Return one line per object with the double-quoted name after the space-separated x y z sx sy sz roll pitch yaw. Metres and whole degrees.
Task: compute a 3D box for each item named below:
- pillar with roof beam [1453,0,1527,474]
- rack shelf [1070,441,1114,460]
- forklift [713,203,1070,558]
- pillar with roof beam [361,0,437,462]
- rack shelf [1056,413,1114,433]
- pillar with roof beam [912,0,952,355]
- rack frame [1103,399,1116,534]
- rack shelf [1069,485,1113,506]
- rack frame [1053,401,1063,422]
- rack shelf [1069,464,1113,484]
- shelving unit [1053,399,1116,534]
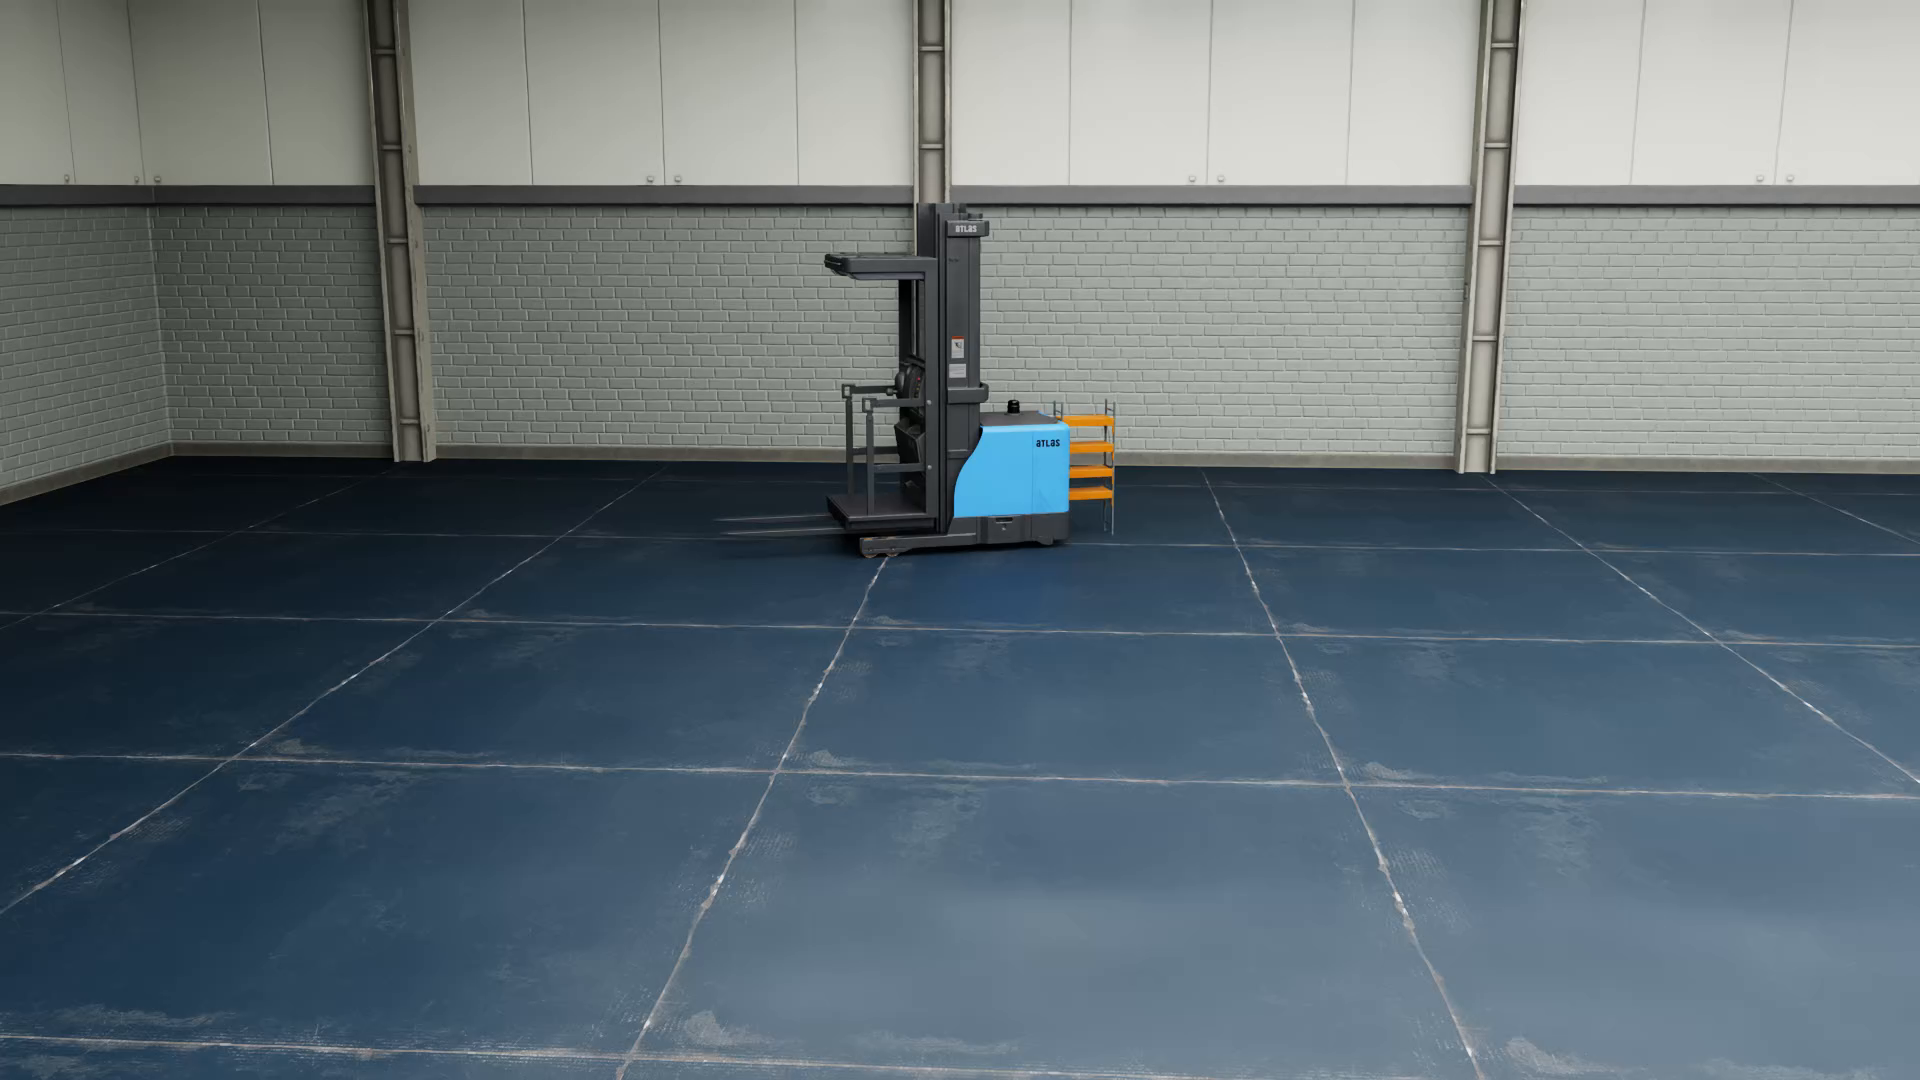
5.402 -4.288 13.288 0.400 9.000 9.100 1 12 4 "pillar with roof beam"
1.110 -0.802 14.909 0.480 0.148 0.258 -3 12 -14 "rack shelf"
-0.612 -1.404 14.321 3.031 2.935 1.130 -3 12 -13 "forklift"
-6.572 -4.452 14.073 0.400 9.000 9.100 1 12 4 "pillar with roof beam"
1.110 -1.034 14.861 0.480 0.148 0.258 -3 12 -14 "rack shelf"
-0.585 -4.370 13.681 0.400 9.000 9.100 1 12 4 "pillar with roof beam"
1.346 -0.662 15.002 0.015 1.200 0.240 -3 12 -14 "rack frame"
1.110 -0.389 14.996 0.480 0.148 0.258 -3 12 -14 "rack shelf"
0.874 -0.637 14.881 0.015 1.200 0.240 -3 12 -14 "rack frame"
1.110 -0.583 14.955 0.480 0.148 0.258 -3 12 -14 "rack shelf"
1.110 -0.649 14.941 0.503 1.200 0.258 -3 12 -14 "shelving unit"
